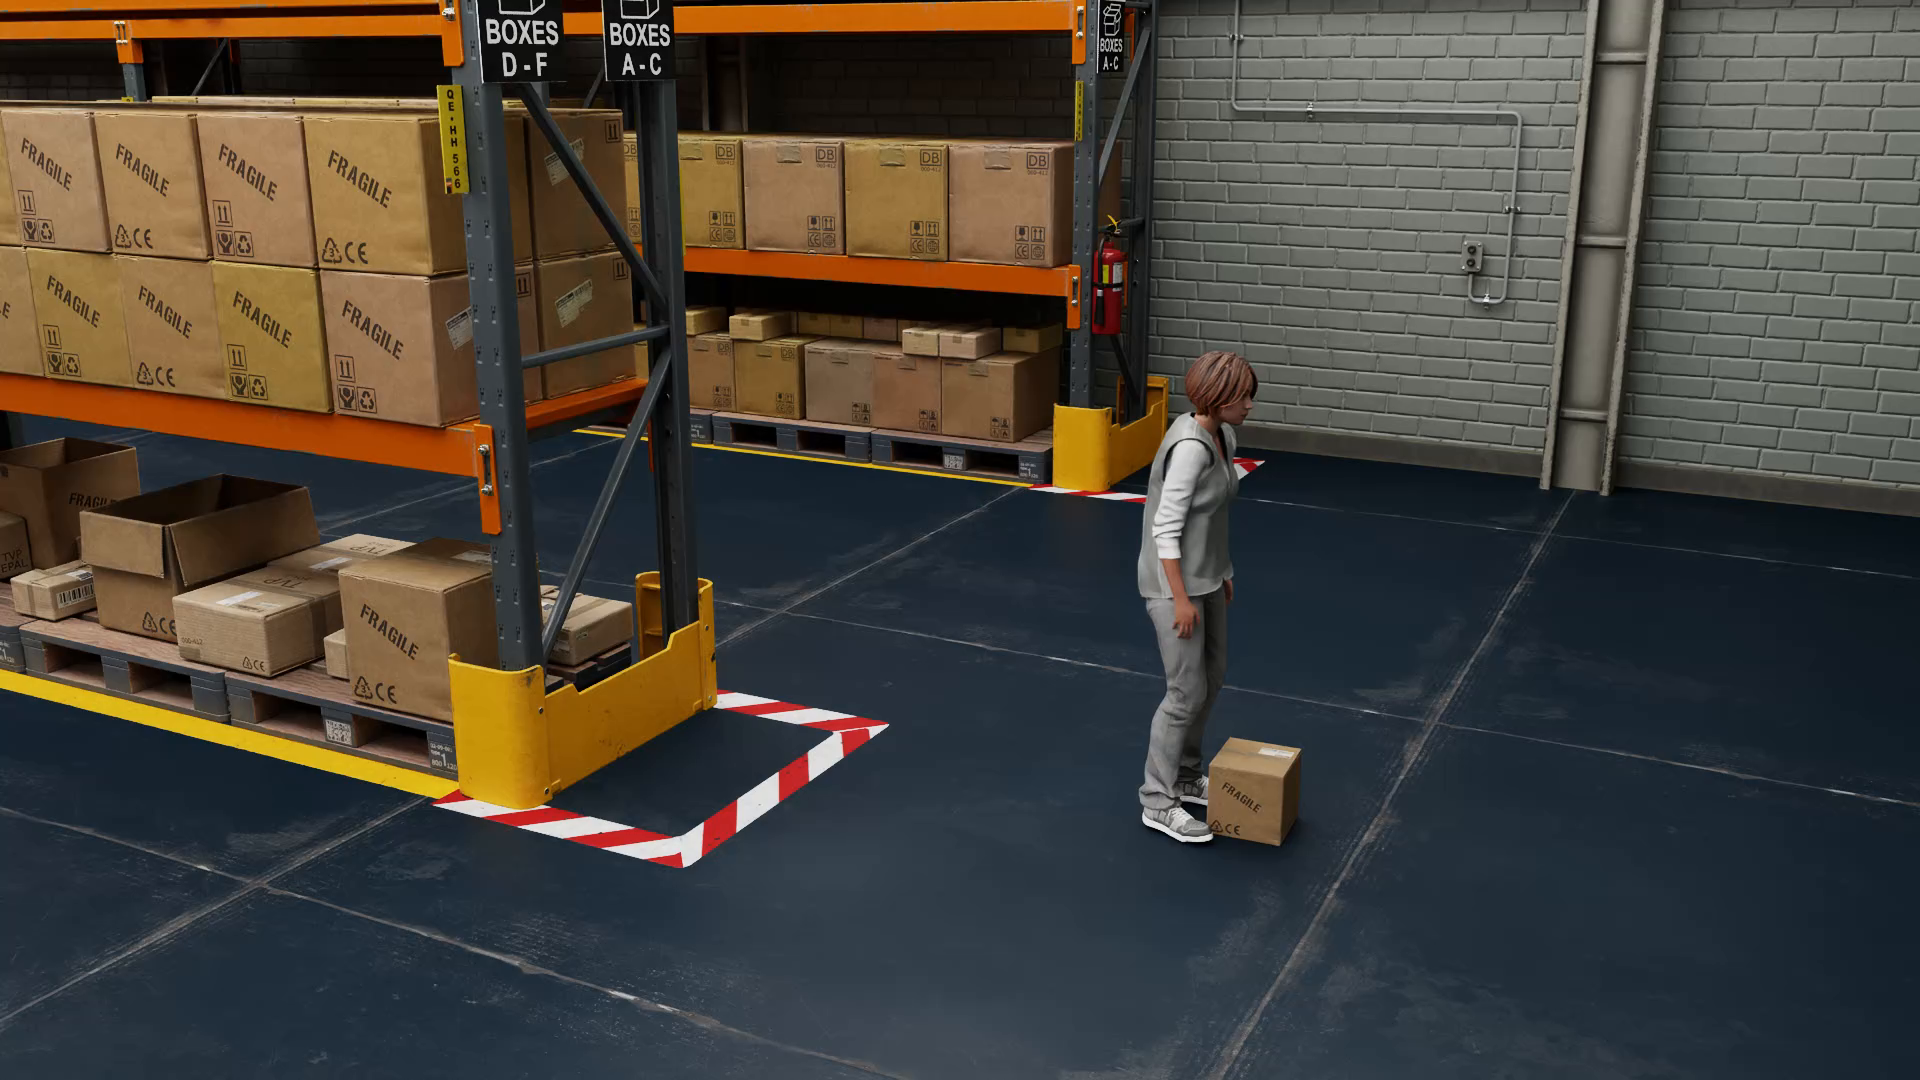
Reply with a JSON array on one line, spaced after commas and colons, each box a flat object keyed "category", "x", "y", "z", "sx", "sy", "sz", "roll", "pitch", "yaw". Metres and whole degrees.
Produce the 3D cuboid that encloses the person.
[{"category": "person", "x": 0.767, "y": 0.175, "z": 5.473, "sx": 0.343, "sy": 1.576, "sz": 0.461, "roll": 8, "pitch": 18, "yaw": 26}]
